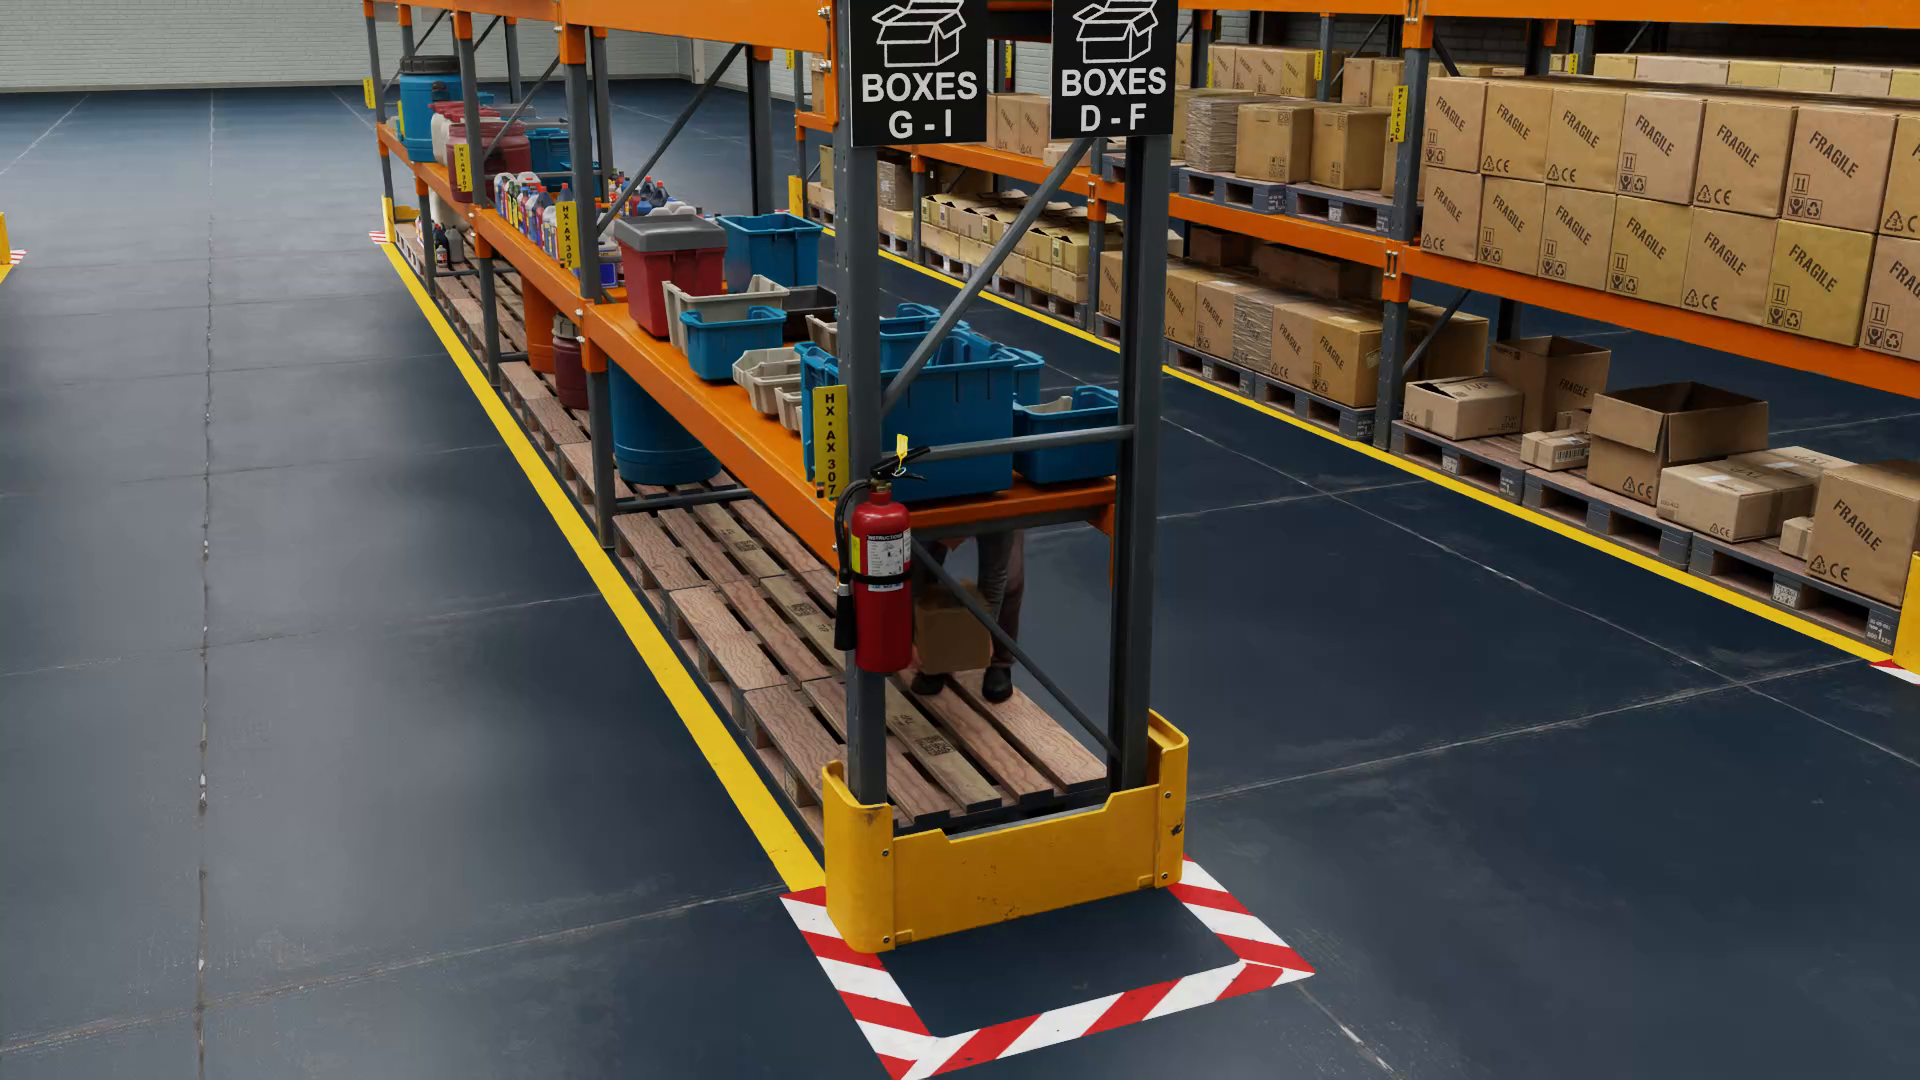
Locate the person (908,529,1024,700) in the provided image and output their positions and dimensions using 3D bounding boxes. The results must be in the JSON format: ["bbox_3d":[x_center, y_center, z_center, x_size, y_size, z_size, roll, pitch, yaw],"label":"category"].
[{"bbox_3d":[-0.005,0.110,6.176,0.473,1.097,0.960,2,19,6],"label":"person"}]
